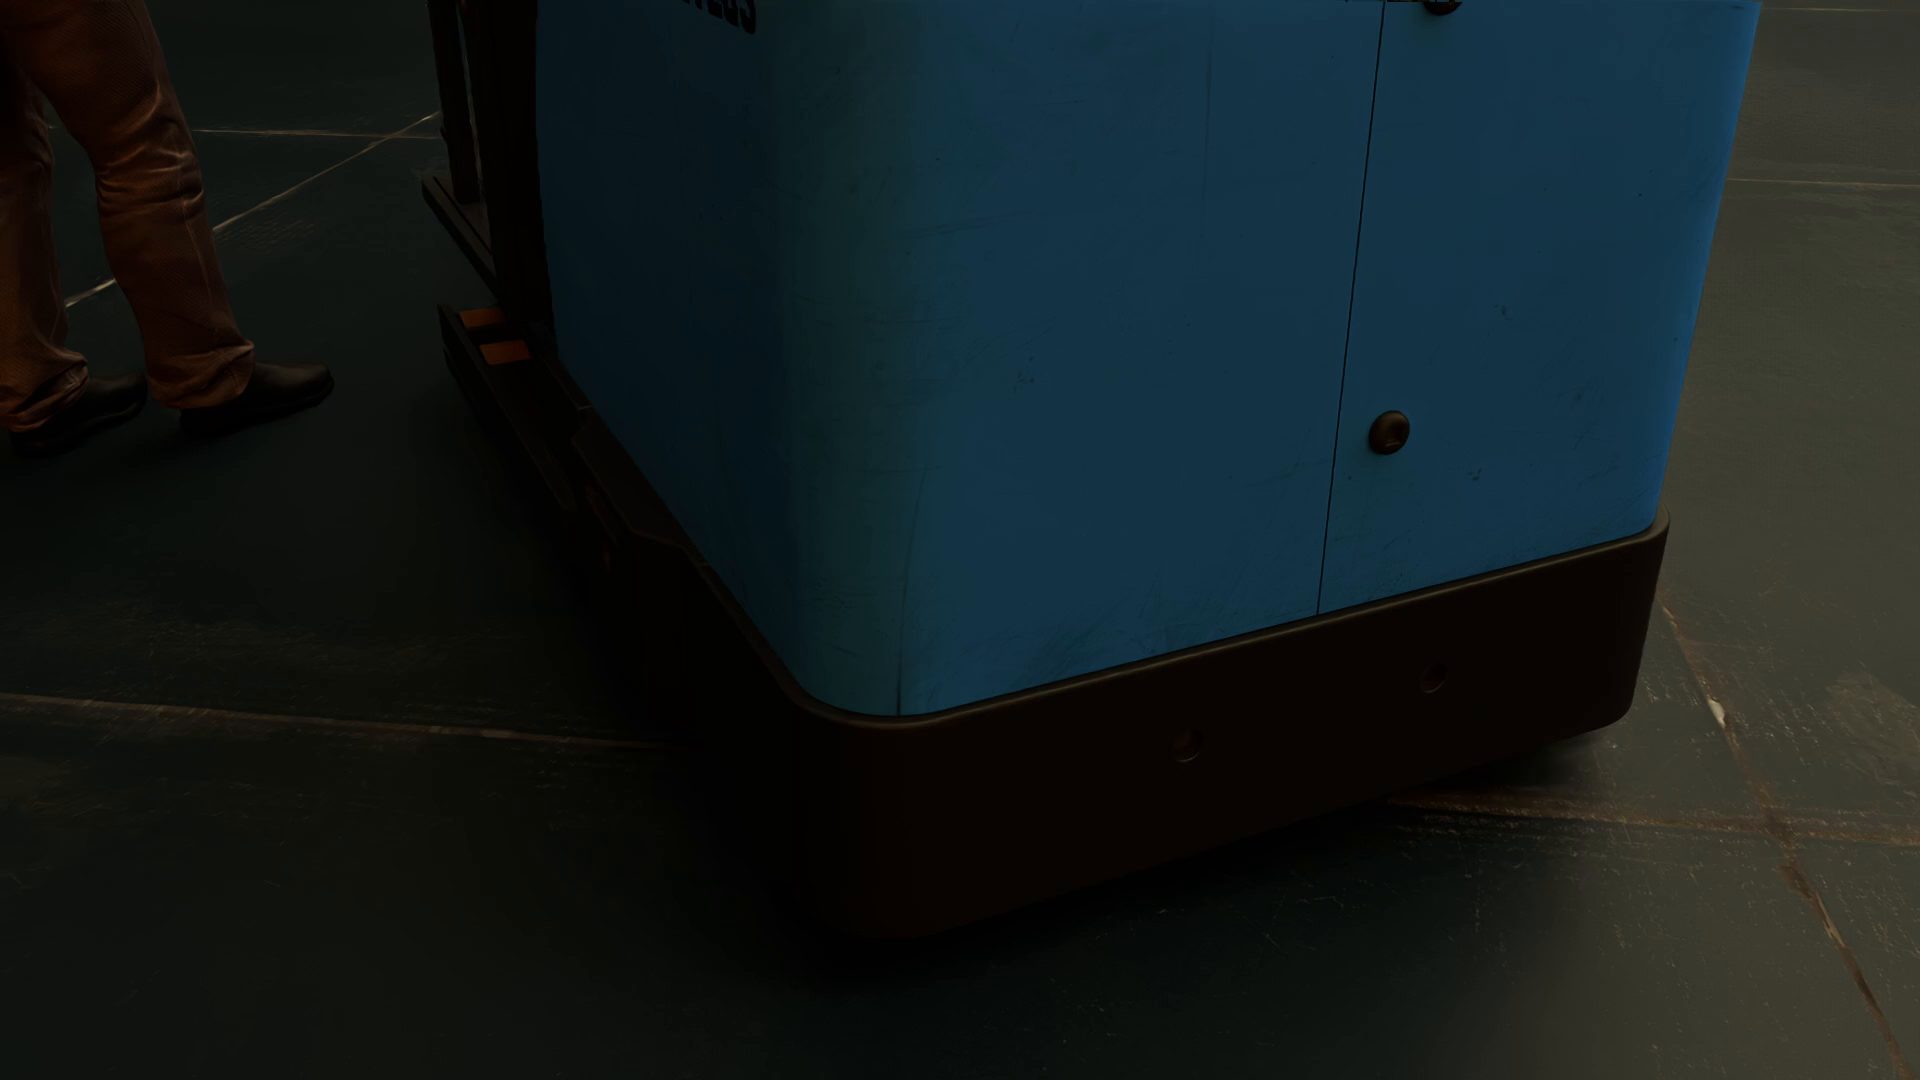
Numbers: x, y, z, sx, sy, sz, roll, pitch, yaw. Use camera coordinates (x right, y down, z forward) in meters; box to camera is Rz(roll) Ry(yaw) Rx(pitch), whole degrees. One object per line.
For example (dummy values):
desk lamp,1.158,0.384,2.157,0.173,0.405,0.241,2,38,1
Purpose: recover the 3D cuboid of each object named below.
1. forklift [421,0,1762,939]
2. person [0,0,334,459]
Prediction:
forklift,-0.288,-1.563,2.350,1.130,2.935,3.031,-12,29,-23
person,-1.467,-0.976,2.530,0.656,1.721,0.559,10,28,19
